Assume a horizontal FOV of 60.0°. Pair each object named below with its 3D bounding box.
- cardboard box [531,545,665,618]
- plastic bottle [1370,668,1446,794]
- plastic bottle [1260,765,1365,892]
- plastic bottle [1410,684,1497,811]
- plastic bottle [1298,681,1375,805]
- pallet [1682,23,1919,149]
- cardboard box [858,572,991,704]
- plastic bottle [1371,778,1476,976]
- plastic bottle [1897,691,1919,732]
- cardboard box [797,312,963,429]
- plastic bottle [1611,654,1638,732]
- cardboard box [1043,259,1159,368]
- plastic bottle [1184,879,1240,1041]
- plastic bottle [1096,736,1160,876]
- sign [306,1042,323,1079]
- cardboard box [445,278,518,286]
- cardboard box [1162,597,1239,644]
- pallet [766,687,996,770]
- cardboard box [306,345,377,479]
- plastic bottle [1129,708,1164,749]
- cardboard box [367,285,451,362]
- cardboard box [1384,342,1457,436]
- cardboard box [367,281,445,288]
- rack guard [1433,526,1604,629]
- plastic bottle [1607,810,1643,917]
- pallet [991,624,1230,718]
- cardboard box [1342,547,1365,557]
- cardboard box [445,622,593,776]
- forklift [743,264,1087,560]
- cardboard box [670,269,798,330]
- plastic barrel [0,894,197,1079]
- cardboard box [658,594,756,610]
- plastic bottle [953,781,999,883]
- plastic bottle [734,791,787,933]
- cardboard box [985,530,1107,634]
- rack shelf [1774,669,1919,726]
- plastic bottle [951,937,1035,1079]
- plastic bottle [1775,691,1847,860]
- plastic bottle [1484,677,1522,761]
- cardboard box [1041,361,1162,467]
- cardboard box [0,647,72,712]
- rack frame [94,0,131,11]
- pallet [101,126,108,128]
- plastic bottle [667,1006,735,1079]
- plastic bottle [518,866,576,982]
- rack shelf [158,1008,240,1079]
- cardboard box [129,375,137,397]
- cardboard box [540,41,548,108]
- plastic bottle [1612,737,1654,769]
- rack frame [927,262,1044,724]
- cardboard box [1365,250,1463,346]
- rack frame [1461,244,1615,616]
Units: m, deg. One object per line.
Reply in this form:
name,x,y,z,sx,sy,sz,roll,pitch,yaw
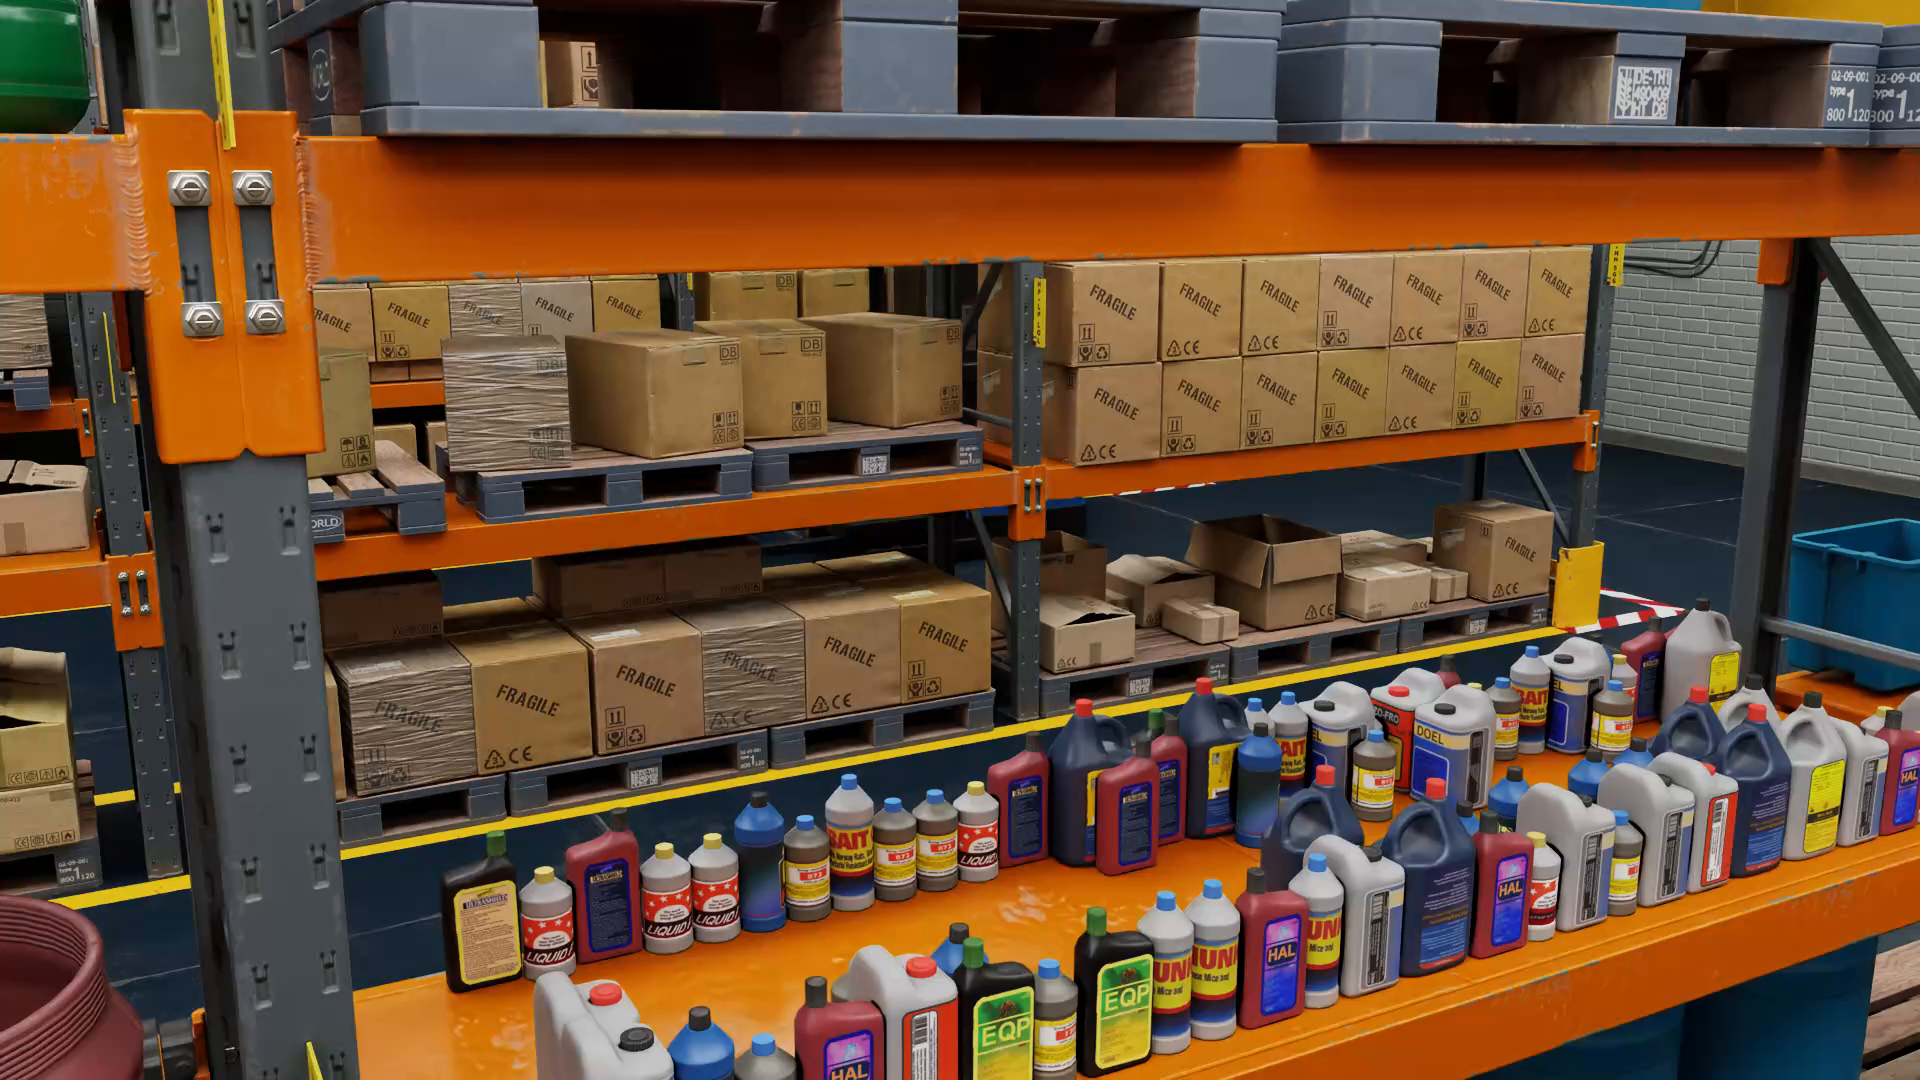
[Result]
cardboard box,-1.746,0.169,8.011,0.500,0.250,0.500,-7,15,-29
plastic bottle,1.082,0.456,4.034,0.135,0.276,0.152,-7,14,-28
plastic bottle,0.675,0.607,3.191,0.185,0.351,0.144,-7,14,-28
plastic bottle,1.154,0.485,3.904,0.135,0.276,0.152,-7,14,-28
plastic bottle,0.878,0.480,3.925,0.135,0.276,0.152,-7,14,-28
pallet,1.842,-0.947,3.585,1.003,0.211,1.213,-7,14,-28
cardboard box,-0.183,0.480,8.337,0.500,0.500,0.500,-7,14,-28
plastic bottle,0.866,0.622,3.124,0.185,0.351,0.144,-7,14,-28
plastic bottle,2.292,0.487,3.896,0.135,0.276,0.152,-7,14,-28
cardboard box,-0.410,-0.879,8.500,0.700,0.500,0.500,11,17,41
plastic bottle,1.747,0.406,4.427,0.097,0.201,0.097,0,13,0
cardboard box,0.661,-1.164,8.445,0.500,0.500,0.500,-6,14,-26
plastic bottle,0.433,0.719,2.876,0.097,0.271,0.097,0,13,0
plastic bottle,0.357,0.564,3.538,0.133,0.283,0.061,-7,14,-28
sign,-0.758,0.769,1.988,0.005,0.325,0.100,-7,14,-28
cardboard box,-3.452,-1.952,11.792,0.500,0.250,0.500,-7,14,-27
cardboard box,1.340,0.440,9.273,0.250,0.166,0.380,-7,14,-28
pallet,-0.583,0.821,8.480,1.213,0.211,1.003,-7,14,-28
cardboard box,-2.899,-0.553,7.051,0.700,0.500,0.500,11,17,41
plastic bottle,0.405,0.522,3.724,0.133,0.283,0.061,-7,14,-28
cardboard box,-3.872,-1.533,11.637,0.500,0.500,0.500,-6,14,-26
cardboard box,2.467,-0.896,9.529,0.500,0.500,0.500,-7,14,-27
cardboard box,-3.899,-1.898,11.553,0.500,0.250,0.500,-7,15,-29
rack guard,3.557,0.174,10.695,0.348,0.500,1.175,-7,14,-28
plastic bottle,1.322,0.647,3.357,0.097,0.201,0.097,0,13,0
pallet,0.716,0.656,9.213,1.213,0.211,1.003,-7,14,-28
cardboard box,2.133,0.182,10.231,0.500,0.250,0.500,-7,14,-28
cardboard box,-1.962,0.693,7.391,0.500,0.500,0.500,-7,14,-29
forklift,-0.592,-1.337,11.873,3.031,2.935,1.130,-7,14,-28
cardboard box,-1.780,-1.787,13.033,0.700,0.700,0.980,-7,14,-27
plastic barrel,-1.290,0.784,1.982,0.708,0.536,0.600,-7,14,-28
cardboard box,-1.333,0.486,8.309,0.500,0.500,0.500,-7,14,-27
plastic bottle,0.034,0.611,3.514,0.097,0.201,0.097,0,13,0
plastic bottle,-0.394,0.628,3.279,0.097,0.271,0.097,0,13,0
cardboard box,0.477,0.258,9.322,0.500,0.500,0.500,-7,14,-28
rack shelf,4.239,0.463,5.357,4.000,0.370,1.077,-7,14,-28
plastic bottle,0.052,0.763,2.652,0.133,0.283,0.061,-7,14,-28
plastic bottle,1.833,0.507,3.639,0.185,0.351,0.144,-7,14,-28
plastic bottle,1.373,0.451,4.228,0.097,0.201,0.097,0,13,0
cardboard box,0.691,-0.682,8.581,0.500,0.500,0.500,-6,14,-26
cardboard box,-3.998,0.650,6.918,0.500,0.311,0.500,-6,14,-26
rack frame,-1.028,-2.183,1.815,0.127,3.000,1.000,-7,14,-28
pallet,-5.235,-2.615,10.995,1.003,0.211,1.213,-6,14,-25
plastic bottle,-0.378,0.816,2.444,0.097,0.271,0.097,0,13,0
plastic bottle,-0.767,0.707,3.088,0.097,0.201,0.097,0,13,0
rack shelf,-2.783,1.305,1.618,4.000,0.370,1.077,-7,14,-28
cardboard box,-5.375,-1.043,10.938,0.250,0.149,0.380,-7,14,-29
cardboard box,-2.127,-1.884,7.091,0.500,0.500,0.910,-7,14,-28
plastic bottle,1.453,0.559,3.588,0.097,0.271,0.097,0,13,0
rack frame,0.113,-0.632,8.587,0.127,3.000,1.000,-7,14,-28
cardboard box,2.469,-1.381,9.409,0.500,0.500,0.500,-6,14,-26
rack frame,3.624,-1.053,10.456,0.127,3.000,1.000,-7,14,-28
